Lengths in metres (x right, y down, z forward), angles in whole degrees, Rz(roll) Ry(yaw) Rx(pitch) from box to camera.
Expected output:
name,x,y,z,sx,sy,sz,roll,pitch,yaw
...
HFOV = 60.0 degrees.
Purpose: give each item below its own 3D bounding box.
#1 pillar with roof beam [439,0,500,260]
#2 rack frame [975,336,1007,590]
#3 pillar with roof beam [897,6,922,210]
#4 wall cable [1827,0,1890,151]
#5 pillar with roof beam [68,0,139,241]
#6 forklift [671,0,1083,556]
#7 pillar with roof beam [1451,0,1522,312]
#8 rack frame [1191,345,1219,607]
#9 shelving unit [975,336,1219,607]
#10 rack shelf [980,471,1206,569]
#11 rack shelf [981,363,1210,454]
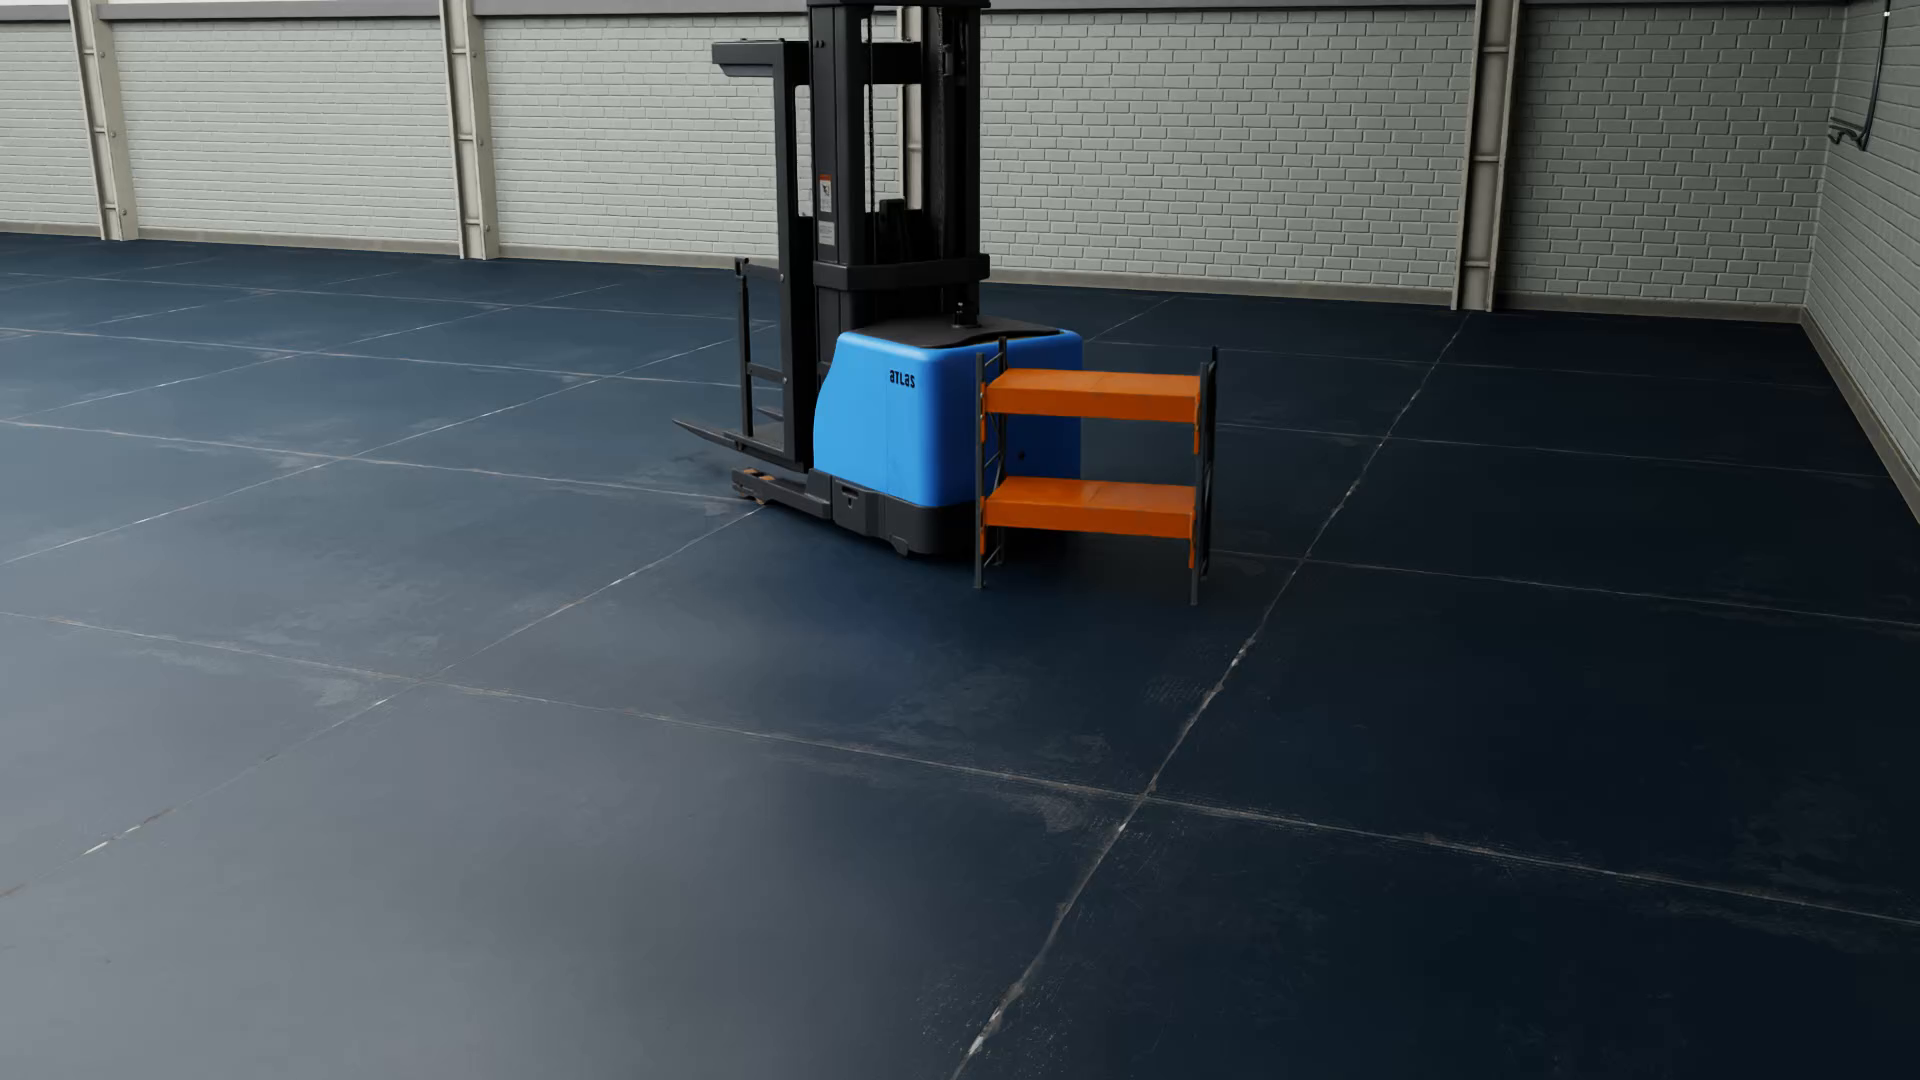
name,x,y,z,sx,sy,sz,roll,pitch,yaw
pillar with roof beam,-7.603,-6.752,15.791,0.400,9.000,9.100,6,17,21
rack frame,0.149,-0.373,7.941,0.032,1.125,0.500,4,17,14
pillar with roof beam,-2.022,-6.138,13.677,0.400,9.000,9.100,6,17,21
wall cable,7.395,-4.505,13.622,0.112,2.526,3.097,6,17,21
pillar with roof beam,-13.185,-7.366,17.905,0.400,9.000,9.100,6,17,21
forklift,-0.646,-1.678,9.196,1.130,2.935,3.031,-12,20,-35
pillar with roof beam,3.560,-5.524,11.562,0.400,9.000,9.100,6,17,21
rack frame,1.135,-0.304,7.702,0.032,1.125,0.500,4,17,14
shelving unit,0.642,-0.338,7.822,1.048,1.125,0.538,4,17,14
rack shelf,0.642,-0.104,7.890,1.000,0.278,0.538,4,17,14
rack shelf,0.642,-0.620,7.740,1.000,0.278,0.538,4,17,14
